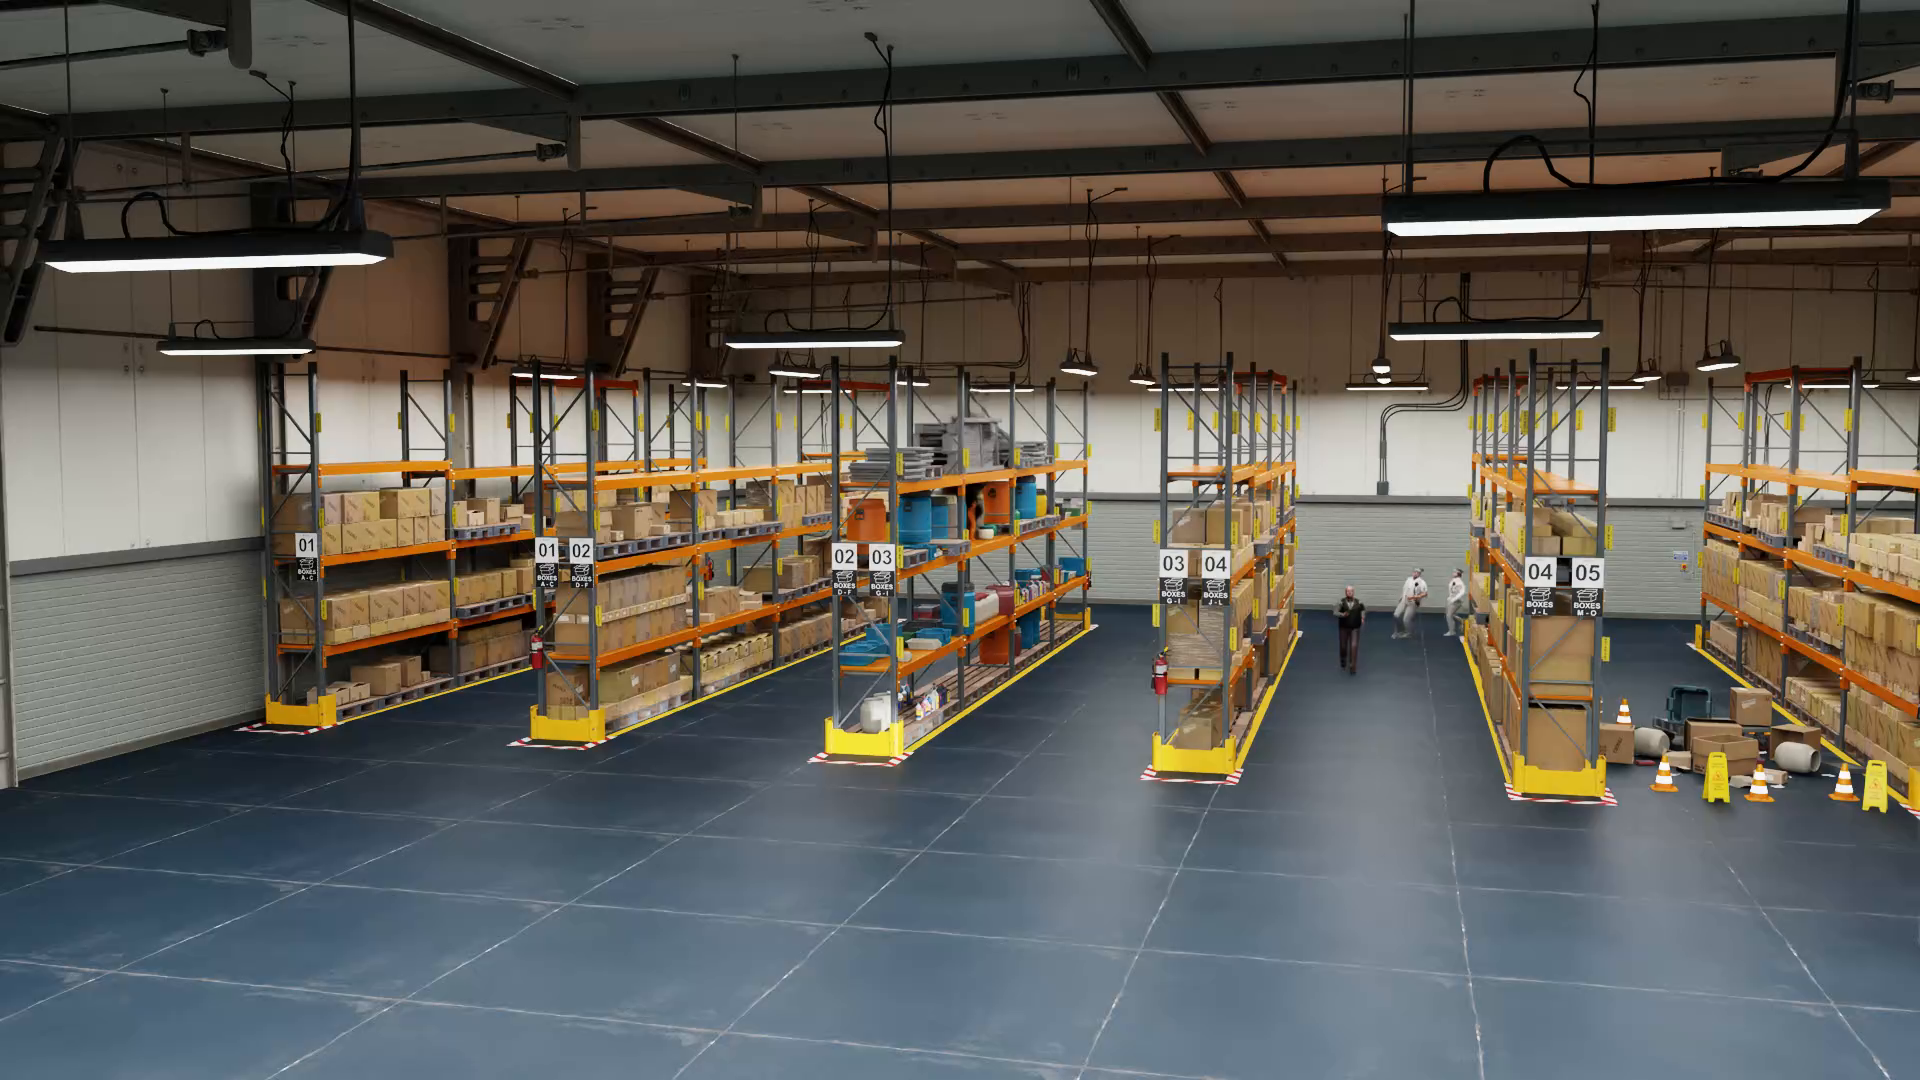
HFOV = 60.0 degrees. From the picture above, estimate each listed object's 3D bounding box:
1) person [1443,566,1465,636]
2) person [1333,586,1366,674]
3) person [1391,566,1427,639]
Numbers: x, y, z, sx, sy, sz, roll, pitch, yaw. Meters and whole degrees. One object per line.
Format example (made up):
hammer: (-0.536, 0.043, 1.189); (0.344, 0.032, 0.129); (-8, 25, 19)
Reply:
person: (11.711, 1.450, 39.080); (0.557, 1.673, 0.649); (-1, 4, -8)
person: (7.795, 1.780, 33.277); (0.657, 1.707, 0.971); (1, 4, 11)
person: (10.363, 1.458, 38.416); (0.569, 1.734, 0.787); (-3, 5, -36)
